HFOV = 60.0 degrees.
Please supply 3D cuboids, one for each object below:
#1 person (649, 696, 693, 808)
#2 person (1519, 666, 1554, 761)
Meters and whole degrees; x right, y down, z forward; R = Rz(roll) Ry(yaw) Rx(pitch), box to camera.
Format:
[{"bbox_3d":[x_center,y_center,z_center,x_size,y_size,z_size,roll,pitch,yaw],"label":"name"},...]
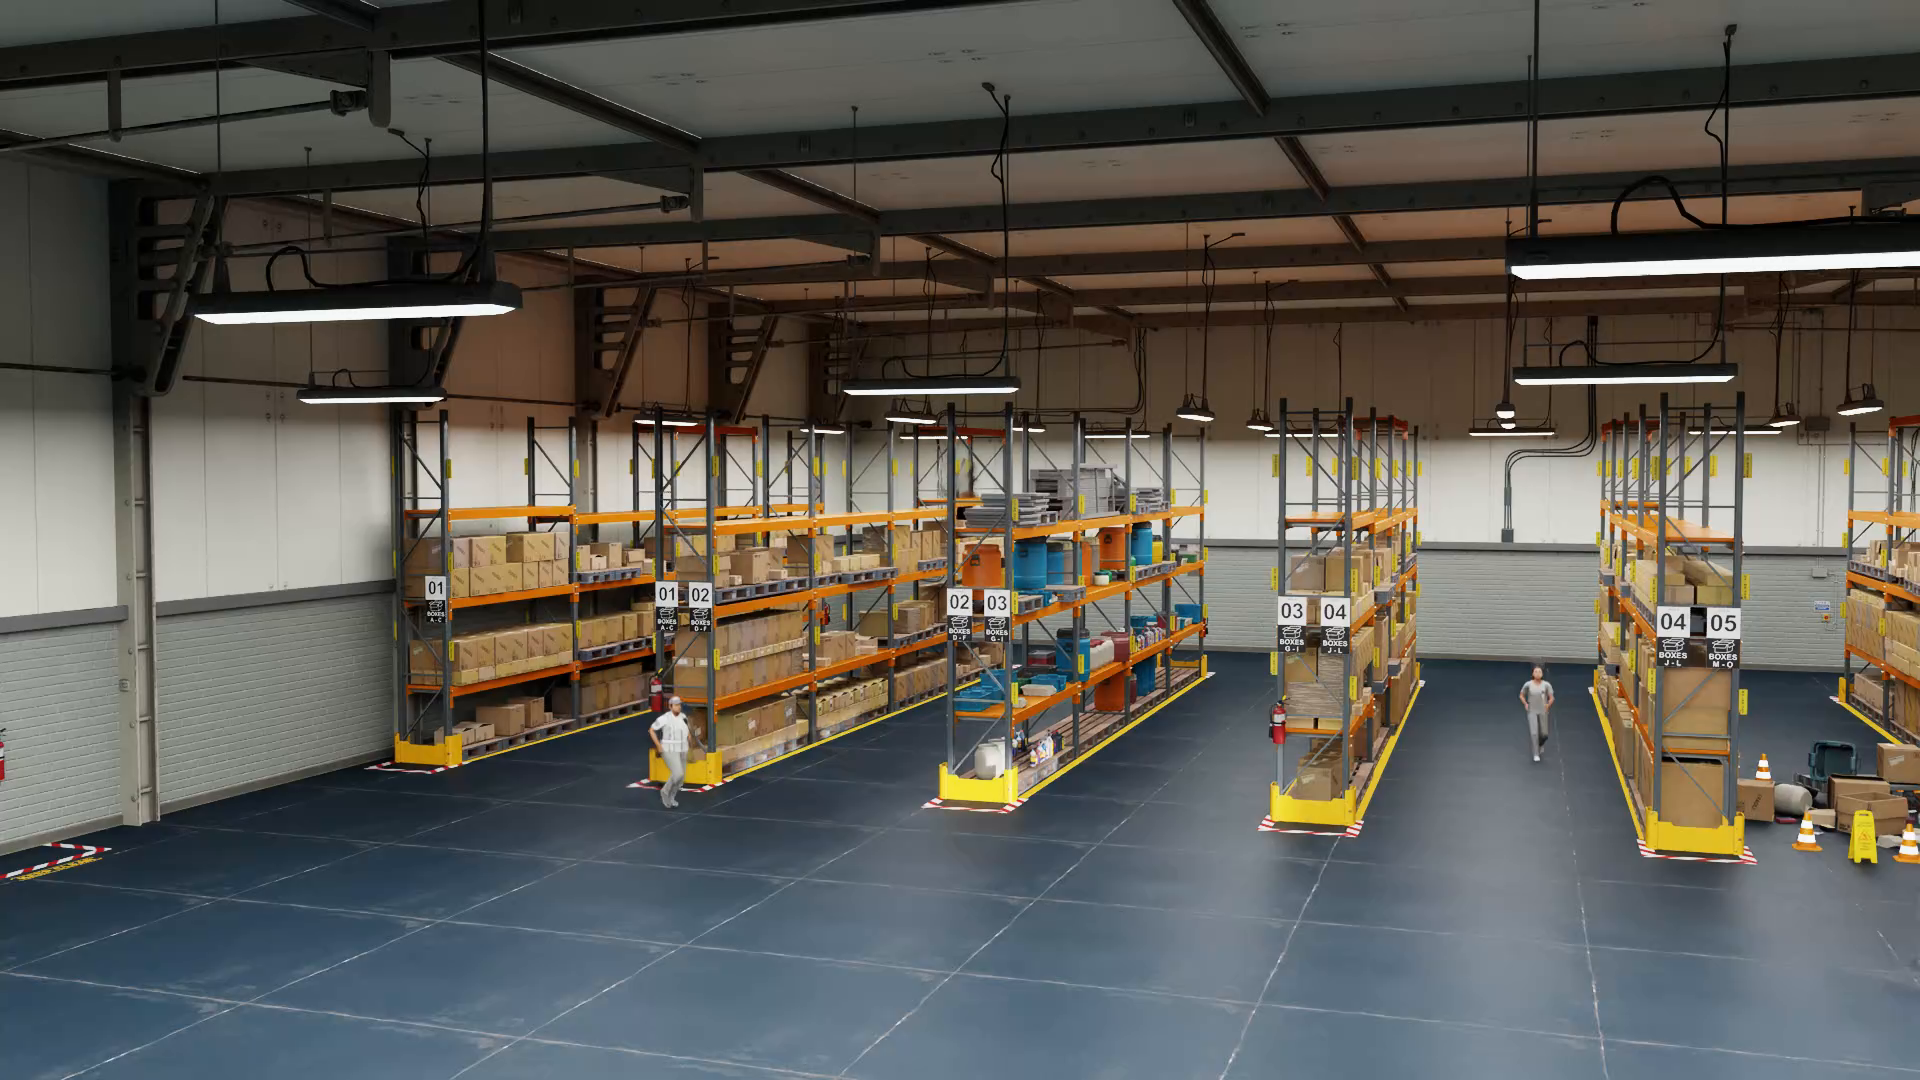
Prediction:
[{"bbox_3d":[-4.183,3.129,24.488,0.625,1.621,0.586,2,3,42],"label":"person"},{"bbox_3d":[9.901,2.963,28.559,0.563,1.619,0.609,1,3,15],"label":"person"}]
